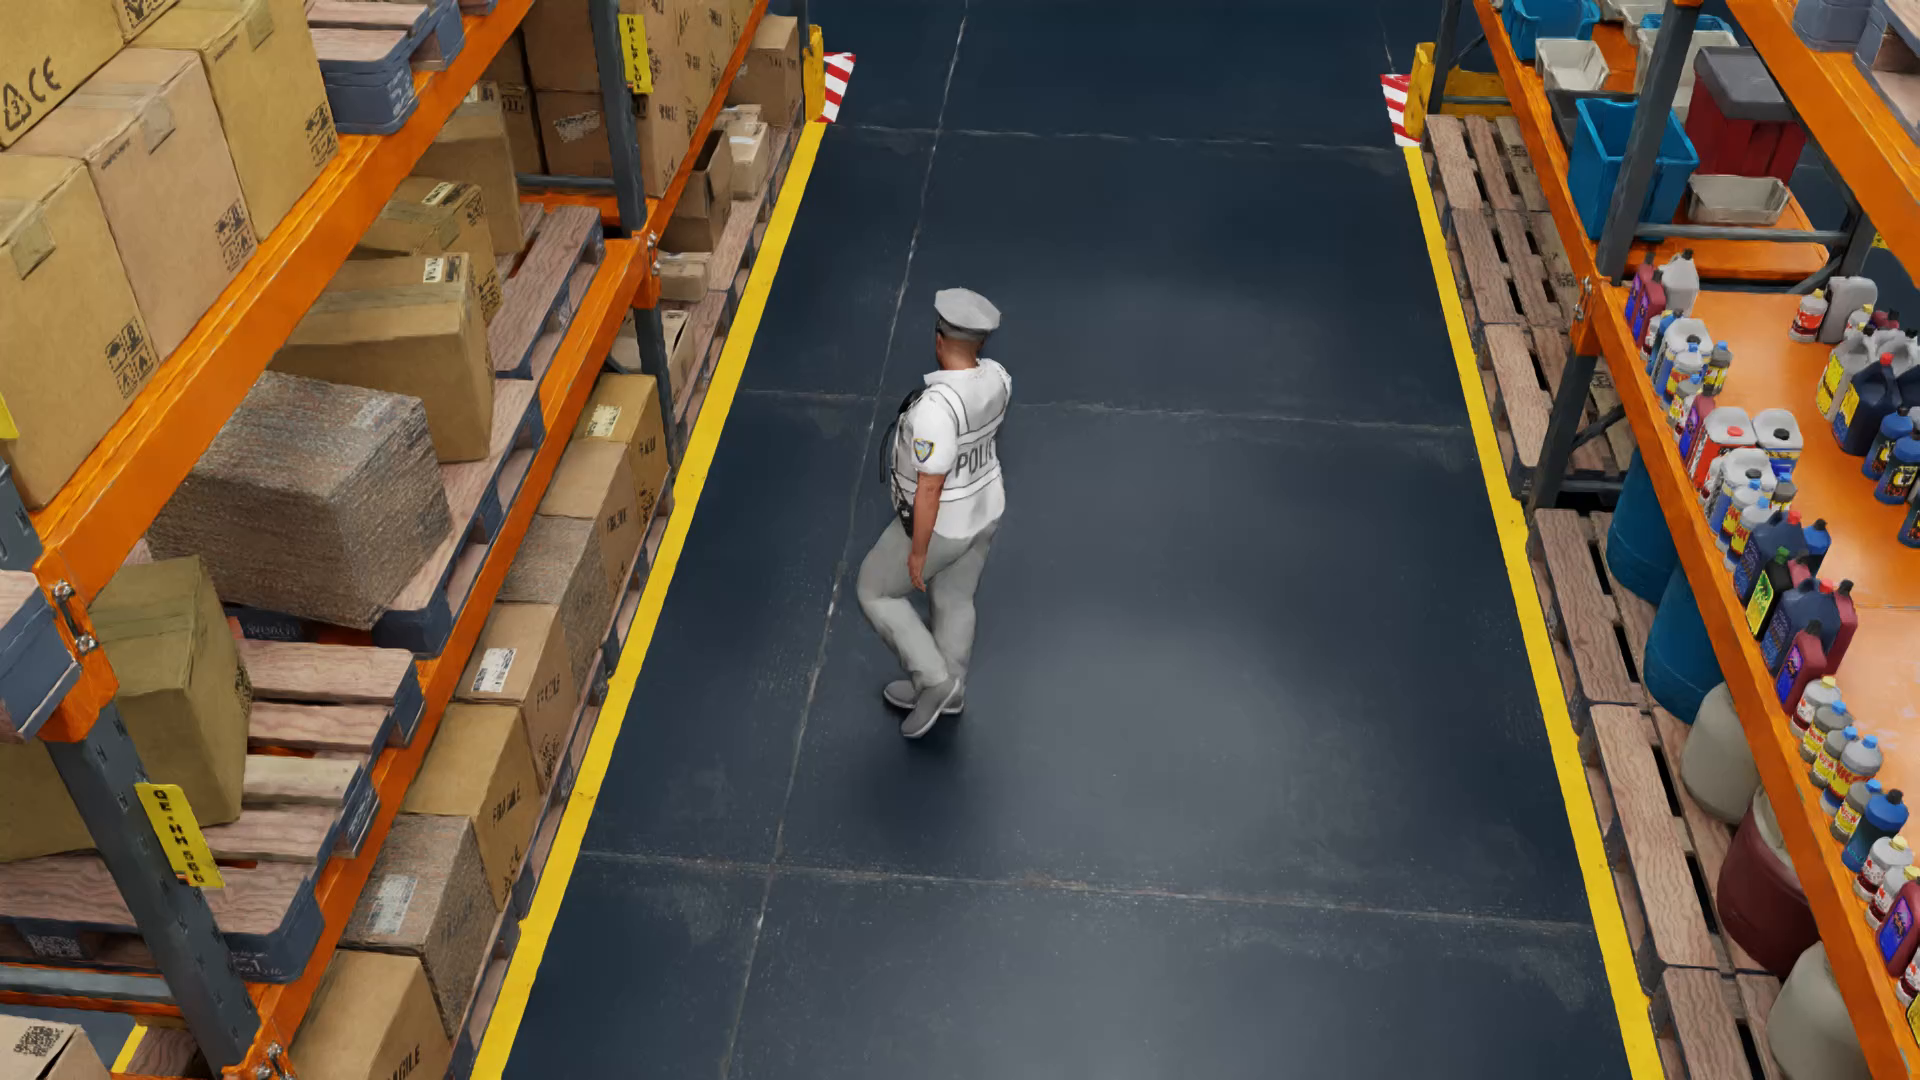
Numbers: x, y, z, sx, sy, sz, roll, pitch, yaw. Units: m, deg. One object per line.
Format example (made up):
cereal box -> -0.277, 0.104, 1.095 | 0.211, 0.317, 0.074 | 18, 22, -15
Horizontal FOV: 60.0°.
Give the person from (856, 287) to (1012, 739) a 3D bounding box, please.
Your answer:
person -> -0.101, -0.073, 6.241 | 0.487, 1.709, 0.752 | 21, 44, 24
